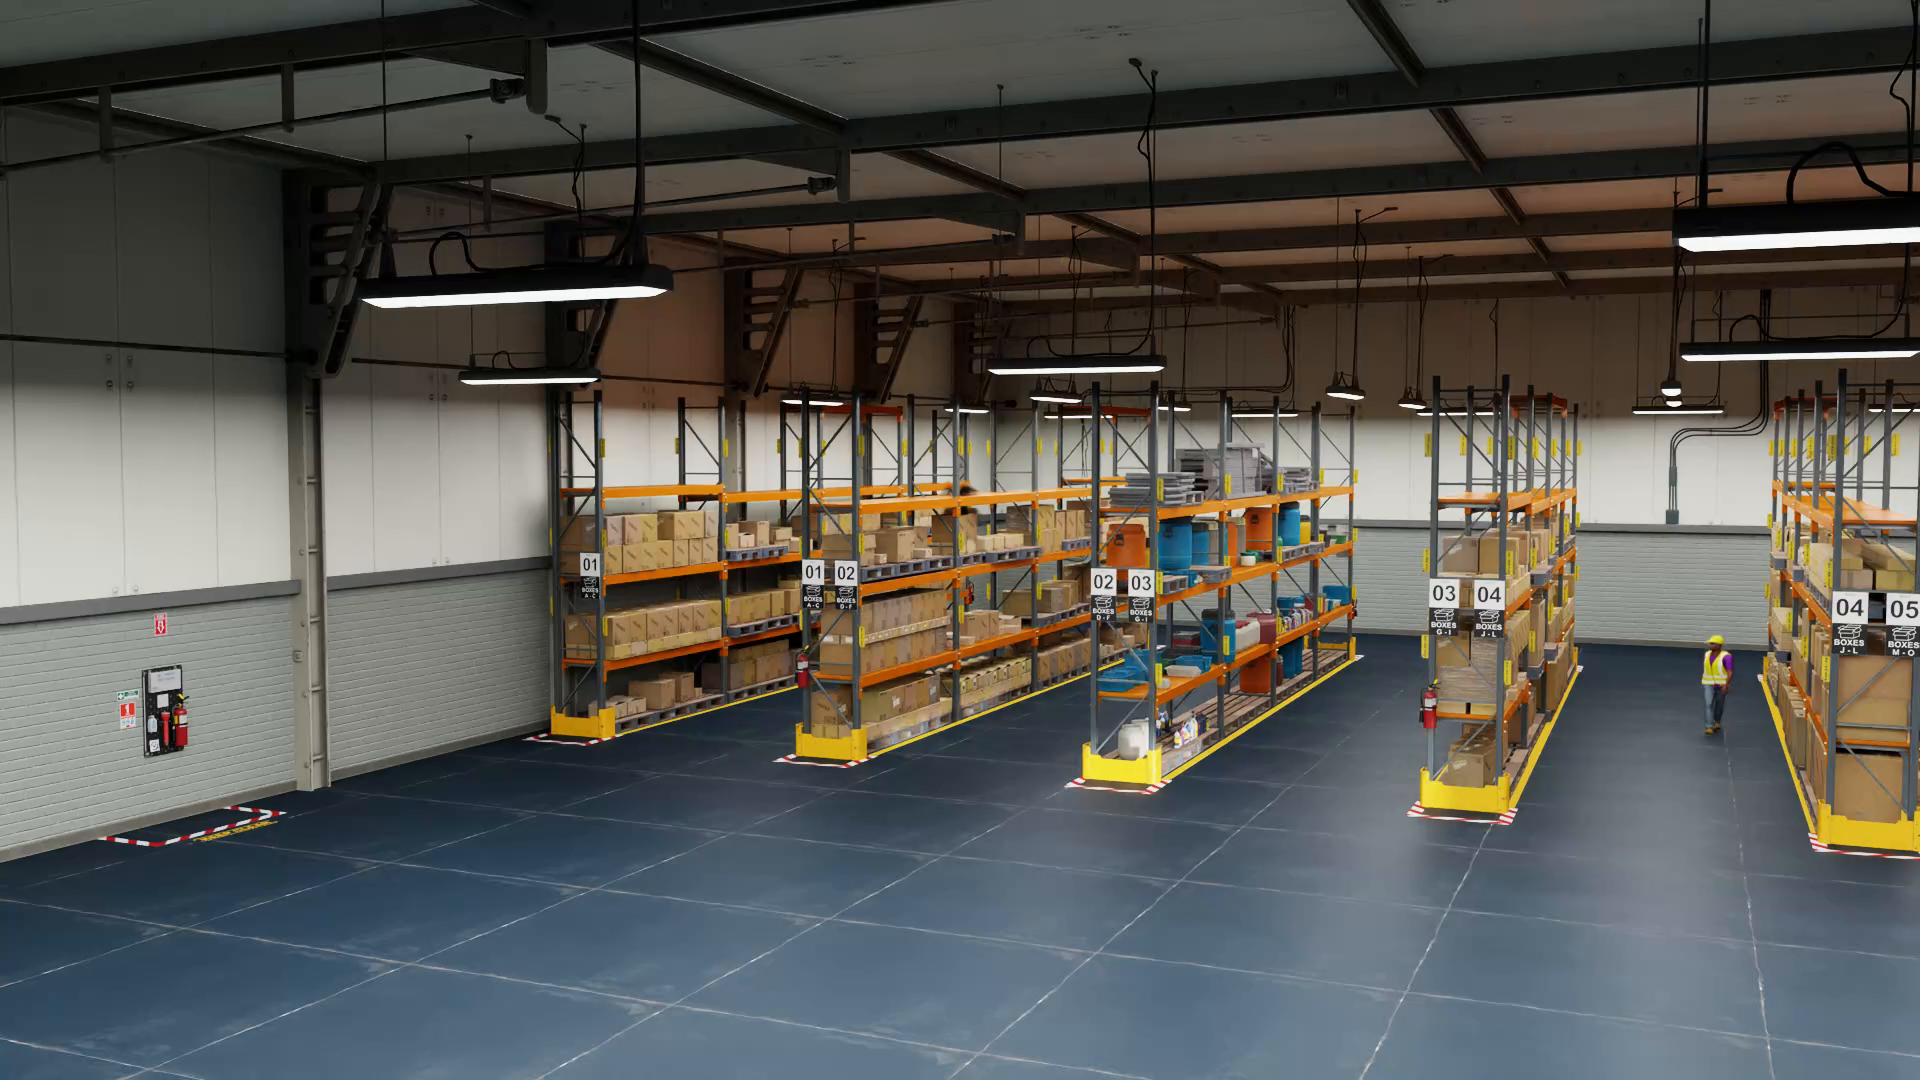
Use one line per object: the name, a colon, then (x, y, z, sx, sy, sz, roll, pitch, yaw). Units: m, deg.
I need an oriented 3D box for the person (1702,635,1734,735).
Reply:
person: (13.227, 2.529, 29.046, 0.494, 1.718, 1.052, 1, 3, 21)

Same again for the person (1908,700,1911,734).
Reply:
person: (16.735, 2.501, 29.312, 0.571, 1.779, 0.513, -2, 4, -34)

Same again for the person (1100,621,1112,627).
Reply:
person: (3.707, 1.815, 42.854, 0.567, 1.660, 0.363, -2, 4, -32)
